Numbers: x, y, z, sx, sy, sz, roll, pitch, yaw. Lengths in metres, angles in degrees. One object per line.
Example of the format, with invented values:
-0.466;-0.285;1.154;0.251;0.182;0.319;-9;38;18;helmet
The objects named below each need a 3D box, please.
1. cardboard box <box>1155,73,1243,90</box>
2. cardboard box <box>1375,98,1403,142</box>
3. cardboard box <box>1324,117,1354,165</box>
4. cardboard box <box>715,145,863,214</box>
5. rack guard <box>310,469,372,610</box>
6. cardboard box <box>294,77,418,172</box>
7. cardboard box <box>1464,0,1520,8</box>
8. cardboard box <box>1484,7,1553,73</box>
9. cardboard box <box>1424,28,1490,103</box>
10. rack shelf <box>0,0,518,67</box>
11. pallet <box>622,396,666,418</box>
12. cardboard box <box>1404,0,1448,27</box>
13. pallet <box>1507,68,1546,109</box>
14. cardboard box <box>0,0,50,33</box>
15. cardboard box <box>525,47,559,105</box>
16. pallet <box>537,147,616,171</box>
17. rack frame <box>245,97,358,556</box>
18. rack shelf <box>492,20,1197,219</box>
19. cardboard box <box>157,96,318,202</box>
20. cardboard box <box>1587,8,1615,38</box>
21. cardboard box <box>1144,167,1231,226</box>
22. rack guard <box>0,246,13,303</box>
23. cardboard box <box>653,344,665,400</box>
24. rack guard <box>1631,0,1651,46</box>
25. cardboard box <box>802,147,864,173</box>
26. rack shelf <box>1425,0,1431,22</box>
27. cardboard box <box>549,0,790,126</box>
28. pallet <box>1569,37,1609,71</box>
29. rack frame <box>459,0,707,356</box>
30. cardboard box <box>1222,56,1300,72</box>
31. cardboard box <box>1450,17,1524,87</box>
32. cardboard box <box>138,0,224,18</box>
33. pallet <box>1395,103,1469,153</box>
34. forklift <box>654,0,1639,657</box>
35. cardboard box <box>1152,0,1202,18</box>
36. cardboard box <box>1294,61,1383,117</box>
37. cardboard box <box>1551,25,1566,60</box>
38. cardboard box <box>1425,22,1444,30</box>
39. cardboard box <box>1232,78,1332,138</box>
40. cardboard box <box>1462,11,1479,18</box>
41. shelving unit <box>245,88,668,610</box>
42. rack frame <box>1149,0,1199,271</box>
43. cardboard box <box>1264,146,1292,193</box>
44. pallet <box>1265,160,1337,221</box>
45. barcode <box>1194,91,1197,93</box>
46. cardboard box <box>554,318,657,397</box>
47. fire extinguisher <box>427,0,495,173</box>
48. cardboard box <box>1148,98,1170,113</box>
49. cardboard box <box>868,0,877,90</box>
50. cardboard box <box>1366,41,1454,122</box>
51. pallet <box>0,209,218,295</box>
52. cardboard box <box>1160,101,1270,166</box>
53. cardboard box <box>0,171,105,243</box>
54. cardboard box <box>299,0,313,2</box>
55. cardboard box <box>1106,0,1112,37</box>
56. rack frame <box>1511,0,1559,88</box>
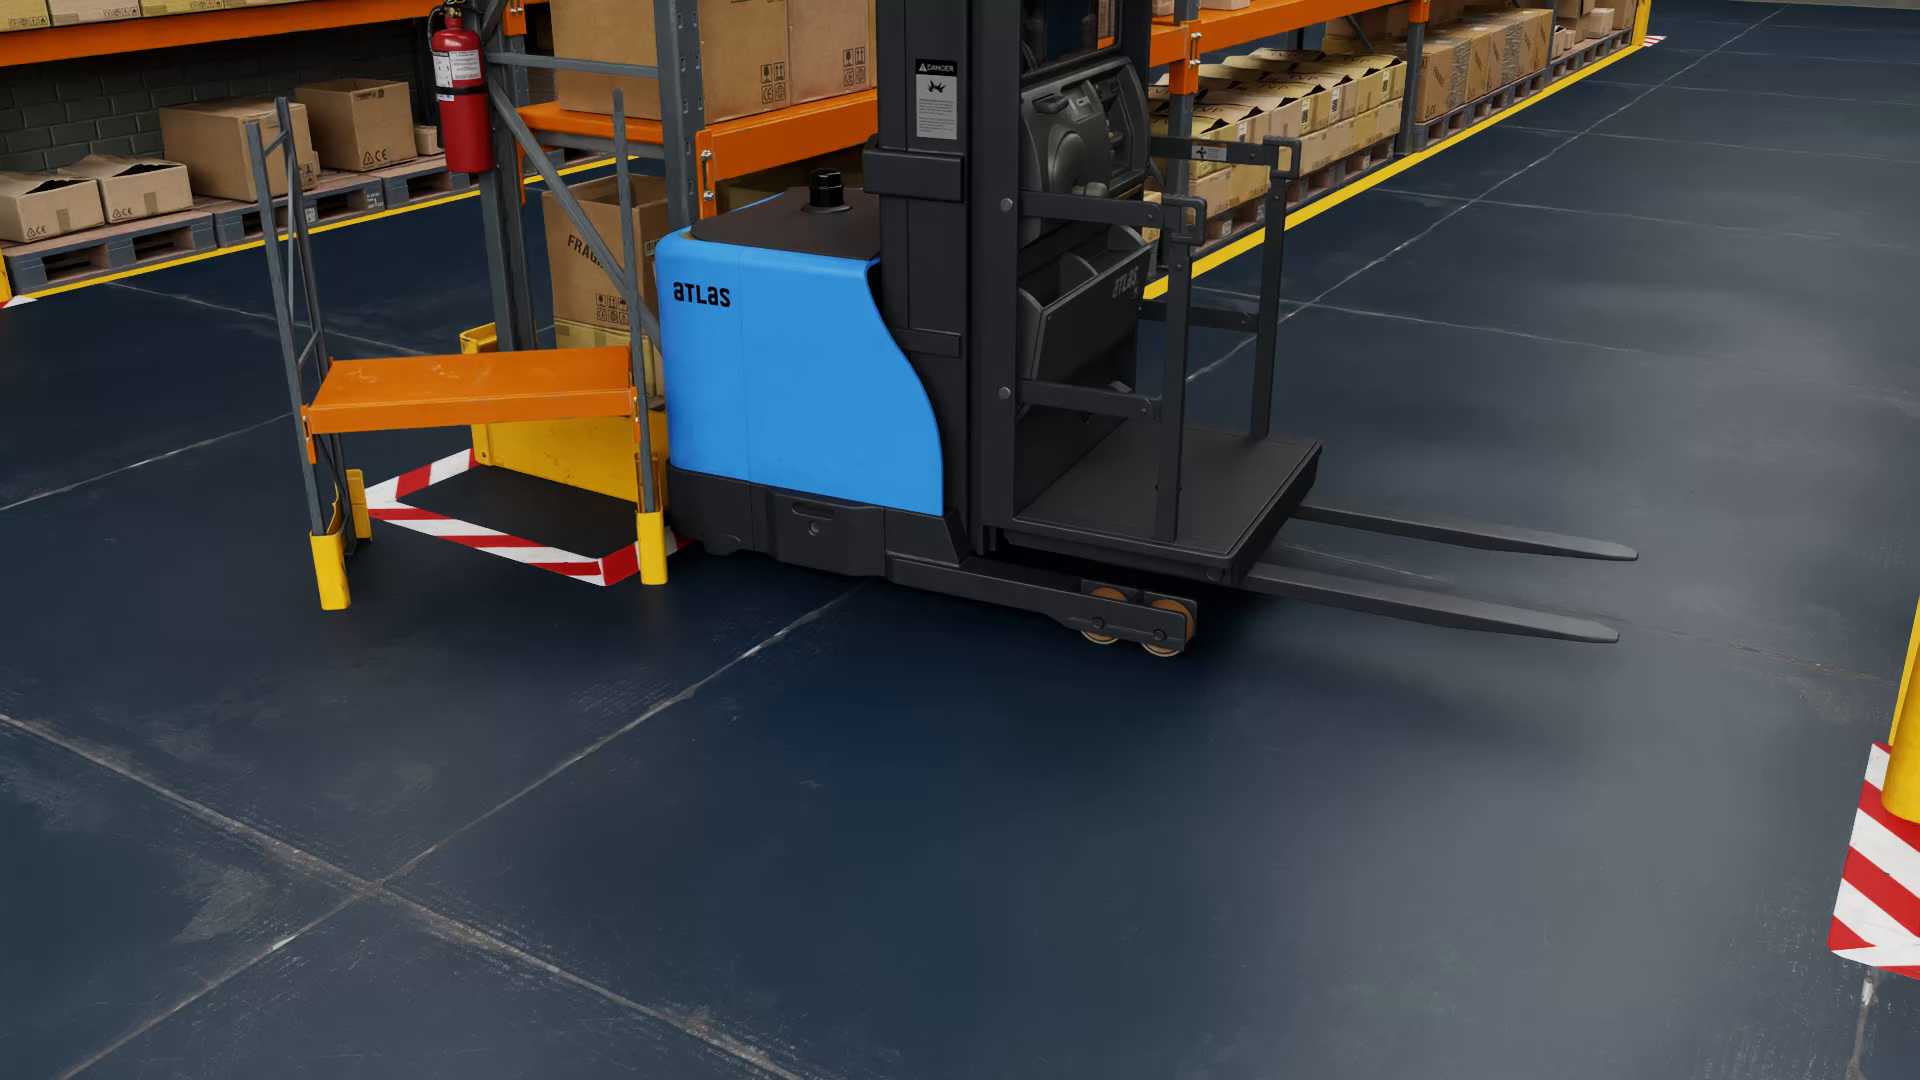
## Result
1.568;-2.881;10.855;0.500;0.311;0.500;13;27;28;cardboard box
2.835;-3.034;11.915;0.500;0.250;0.500;15;27;30;cardboard box
2.298;-2.690;11.121;0.500;0.250;0.500;15;27;30;cardboard box
-0.770;-1.491;7.406;0.500;0.500;0.500;14;27;29;cardboard box
-2.027;-0.010;5.458;0.087;0.250;0.587;-4;24;-10;rack guard
-3.929;-2.715;10.838;0.500;0.500;0.500;12;26;25;cardboard box
5.075;-4.988;16.090;0.500;0.500;0.500;14;27;29;cardboard box
4.998;-4.510;14.985;0.500;0.500;0.500;14;27;29;cardboard box
3.928;-3.827;13.406;0.500;0.500;0.500;13;27;28;cardboard box
-4.470;-3.014;9.841;1.077;0.370;4.000;14;27;29;rack shelf
-0.947;-0.619;6.914;1.003;0.211;1.213;14;27;29;pallet
3.761;-4.462;13.929;0.500;0.250;0.500;13;27;28;cardboard box
4.618;-4.120;15.001;1.003;0.211;1.213;14;27;29;pallet
-4.998;-2.707;8.391;0.500;0.250;0.500;13;27;27;cardboard box
-3.041;-3.325;12.248;0.700;0.500;0.500;15;28;31;cardboard box
-3.006;-3.002;12.419;1.003;0.211;1.213;14;27;29;pallet
-2.046;-0.582;5.207;0.032;1.500;0.500;-4;24;-10;rack frame
-0.260;-1.977;7.446;1.077;0.370;4.000;14;27;29;rack shelf
-4.354;-2.368;10.036;0.700;0.500;0.500;12;26;26;cardboard box
6.521;-5.423;17.408;0.500;0.250;0.500;14;27;29;cardboard box
1.218;-1.997;9.520;0.500;0.250;0.500;13;27;28;cardboard box
-5.485;-1.547;8.695;1.175;0.500;0.348;14;27;29;rack guard
-0.843;-0.697;6.517;0.500;0.250;0.500;14;27;29;cardboard box
7.085;-5.859;18.655;1.175;0.500;0.348;14;27;29;rack guard
-0.328;-1.382;7.155;0.500;0.500;0.500;14;27;29;cardboard box
3.960;-4.677;13.683;1.077;0.370;4.000;14;27;29;rack shelf
-1.058;-1.833;6.082;0.700;0.500;0.500;14;27;29;cardboard box
6.021;-5.047;17.143;1.003;0.211;1.213;14;27;29;pallet
-1.315;-1.632;5.744;1.000;3.000;0.127;14;27;29;rack frame
2.109;-3.226;11.653;0.500;0.311;0.500;13;27;28;cardboard box
4.465;-4.176;14.213;0.500;0.500;0.500;14;27;30;cardboard box
-4.463;-3.056;9.197;0.500;0.250;0.500;13;27;28;cardboard box
3.331;-3.296;13.099;1.003;0.211;1.213;14;27;29;pallet
0.570;-1.239;4.922;3.031;2.935;1.130;11;26;23;forklift
1.018;-3.088;9.297;0.500;0.250;0.500;16;28;32;cardboard box
2.569;-3.115;11.396;0.500;0.311;0.500;13;27;28;cardboard box
5.420;-4.746;15.769;0.500;0.311;0.500;14;27;29;cardboard box
3.744;-4.105;14.048;0.500;0.500;0.500;13;26;27;cardboard box
2.035;-2.777;10.615;0.500;0.311;0.500;15;27;30;cardboard box
4.281;-4.442;14.828;0.500;0.500;0.500;14;27;30;cardboard box
-1.537;-0.621;5.295;1.083;1.500;0.587;-4;24;-10;shelving unit
0.795;-2.982;8.862;1.000;3.000;0.127;14;27;29;rack frame
1.760;-2.345;10.323;0.500;0.250;0.500;13;27;27;cardboard box
1.793;-2.372;10.965;1.003;0.211;1.213;14;27;29;pallet
1.283;-2.476;9.078;0.001;0.075;0.075;14;27;29;barcode
-1.283;-0.806;6.768;0.500;0.250;0.500;14;27;29;cardboard box
-1.772;-1.654;5.892;0.296;0.674;0.183;14;27;29;fire extinguisher
1.034;-2.544;10.077;0.500;0.311;0.500;15;27;30;cardboard box
-0.518;-2.177;6.878;0.700;0.500;0.500;14;27;29;cardboard box
3.388;-3.480;12.607;0.500;0.500;0.500;15;28;31;cardboard box
-5.027;-1.681;9.368;1.003;0.211;1.213;14;27;29;pallet
1.493;-2.425;9.803;0.500;0.311;0.500;14;27;28;cardboard box
-5.084;-1.851;9.081;0.500;0.311;0.500;11;26;23;cardboard box
-3.930;-3.396;9.983;0.500;0.250;0.500;14;27;29;cardboard box
0.566;-2.877;8.493;0.700;0.500;0.500;13;27;28;cardboard box
5.015;-5.682;15.099;1.000;3.000;0.127;14;27;29;rack frame
